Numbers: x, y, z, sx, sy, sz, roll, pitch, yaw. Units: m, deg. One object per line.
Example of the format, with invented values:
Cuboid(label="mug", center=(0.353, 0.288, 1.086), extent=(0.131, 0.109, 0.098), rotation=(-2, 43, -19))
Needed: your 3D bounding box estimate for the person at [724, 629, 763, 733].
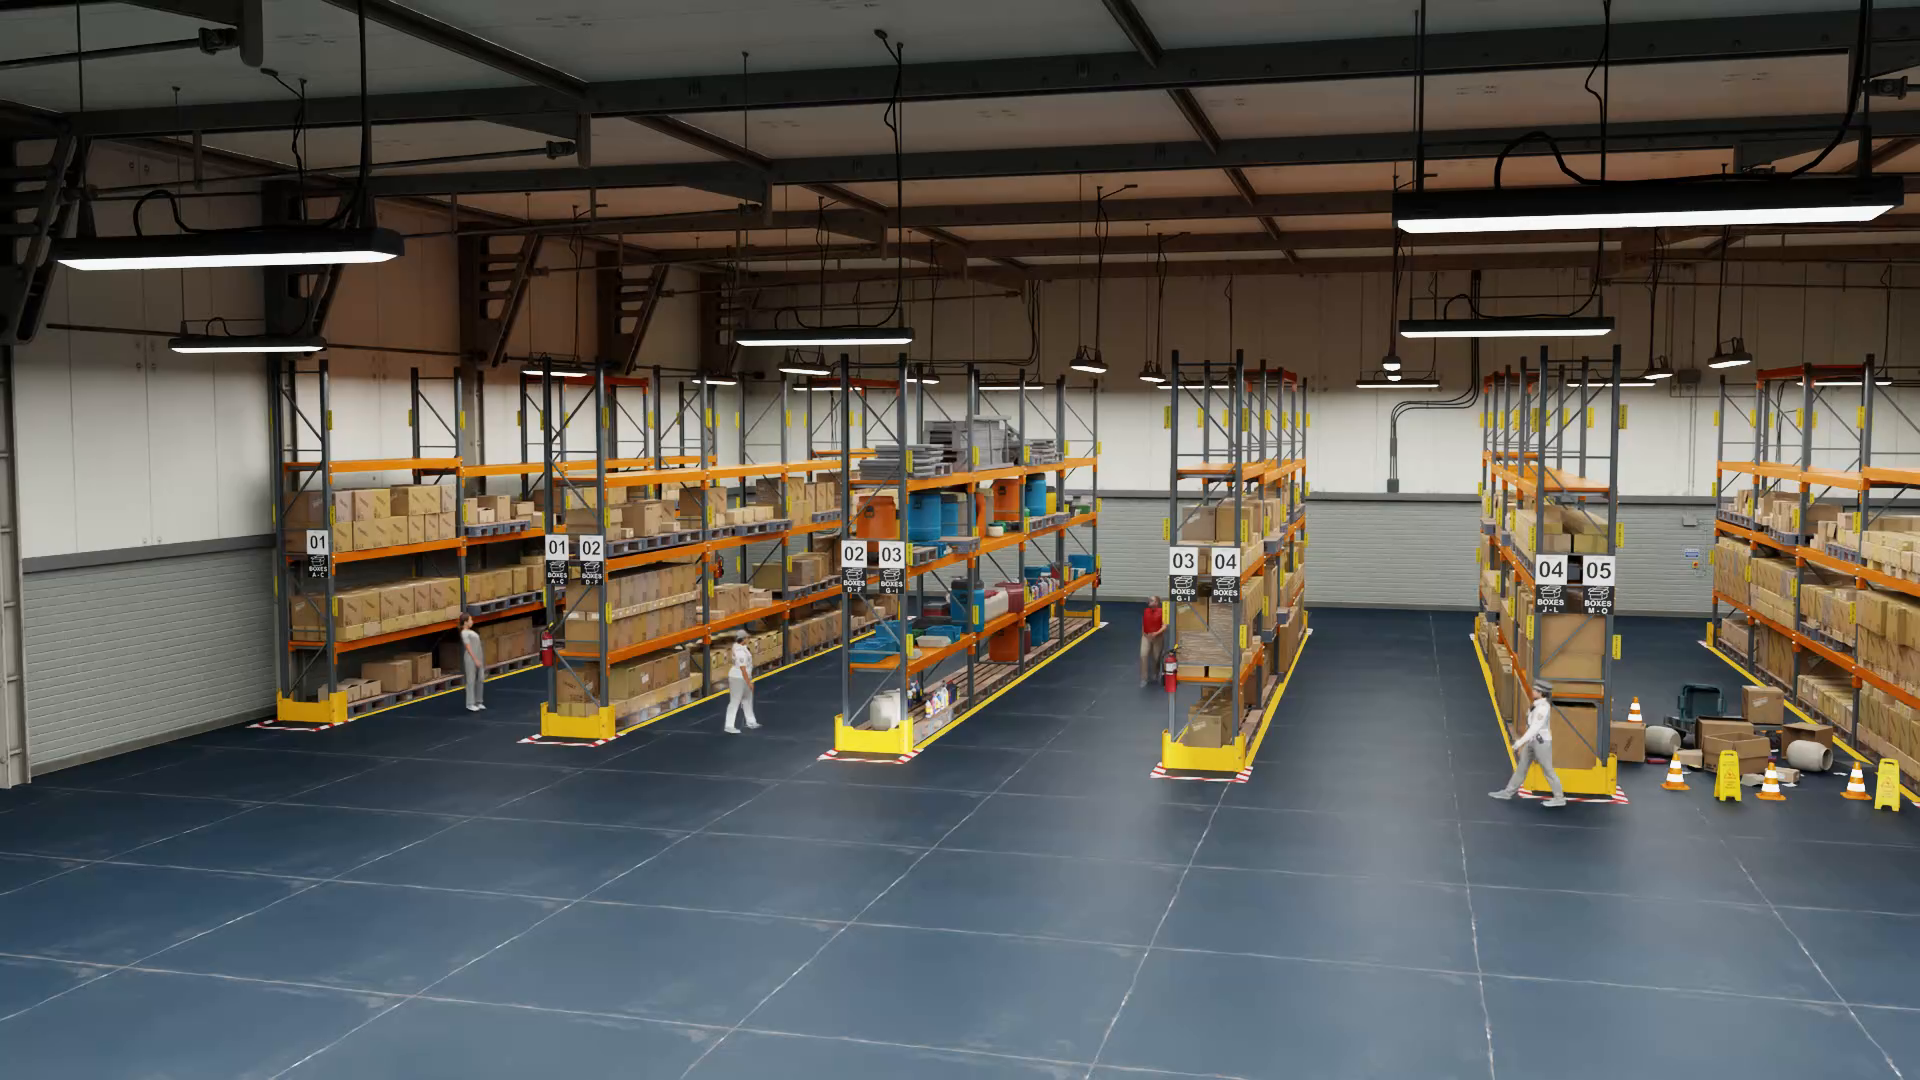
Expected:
Cuboid(label="person", center=(-3.499, 2.263, 26.805), extent=(0.566, 1.672, 0.681), rotation=(0, 4, 1))

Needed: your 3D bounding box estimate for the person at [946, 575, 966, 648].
Cuboid(label="person", center=(-0.110, 1.565, 36.011), extent=(0.570, 1.627, 1.029), rotation=(2, 5, 25))

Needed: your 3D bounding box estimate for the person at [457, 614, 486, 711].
Cuboid(label="person", center=(-8.408, 2.128, 28.796), extent=(0.521, 1.698, 0.544), rotation=(1, 4, 20))

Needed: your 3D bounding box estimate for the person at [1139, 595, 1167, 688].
Cuboid(label="person", center=(3.687, 1.907, 31.566), extent=(0.523, 1.714, 0.985), rotation=(1, 4, 15))

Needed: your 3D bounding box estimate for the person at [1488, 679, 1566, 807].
Cuboid(label="person", center=(7.360, 2.614, 21.522), extent=(0.905, 1.648, 0.503), rotation=(0, 4, 7))
